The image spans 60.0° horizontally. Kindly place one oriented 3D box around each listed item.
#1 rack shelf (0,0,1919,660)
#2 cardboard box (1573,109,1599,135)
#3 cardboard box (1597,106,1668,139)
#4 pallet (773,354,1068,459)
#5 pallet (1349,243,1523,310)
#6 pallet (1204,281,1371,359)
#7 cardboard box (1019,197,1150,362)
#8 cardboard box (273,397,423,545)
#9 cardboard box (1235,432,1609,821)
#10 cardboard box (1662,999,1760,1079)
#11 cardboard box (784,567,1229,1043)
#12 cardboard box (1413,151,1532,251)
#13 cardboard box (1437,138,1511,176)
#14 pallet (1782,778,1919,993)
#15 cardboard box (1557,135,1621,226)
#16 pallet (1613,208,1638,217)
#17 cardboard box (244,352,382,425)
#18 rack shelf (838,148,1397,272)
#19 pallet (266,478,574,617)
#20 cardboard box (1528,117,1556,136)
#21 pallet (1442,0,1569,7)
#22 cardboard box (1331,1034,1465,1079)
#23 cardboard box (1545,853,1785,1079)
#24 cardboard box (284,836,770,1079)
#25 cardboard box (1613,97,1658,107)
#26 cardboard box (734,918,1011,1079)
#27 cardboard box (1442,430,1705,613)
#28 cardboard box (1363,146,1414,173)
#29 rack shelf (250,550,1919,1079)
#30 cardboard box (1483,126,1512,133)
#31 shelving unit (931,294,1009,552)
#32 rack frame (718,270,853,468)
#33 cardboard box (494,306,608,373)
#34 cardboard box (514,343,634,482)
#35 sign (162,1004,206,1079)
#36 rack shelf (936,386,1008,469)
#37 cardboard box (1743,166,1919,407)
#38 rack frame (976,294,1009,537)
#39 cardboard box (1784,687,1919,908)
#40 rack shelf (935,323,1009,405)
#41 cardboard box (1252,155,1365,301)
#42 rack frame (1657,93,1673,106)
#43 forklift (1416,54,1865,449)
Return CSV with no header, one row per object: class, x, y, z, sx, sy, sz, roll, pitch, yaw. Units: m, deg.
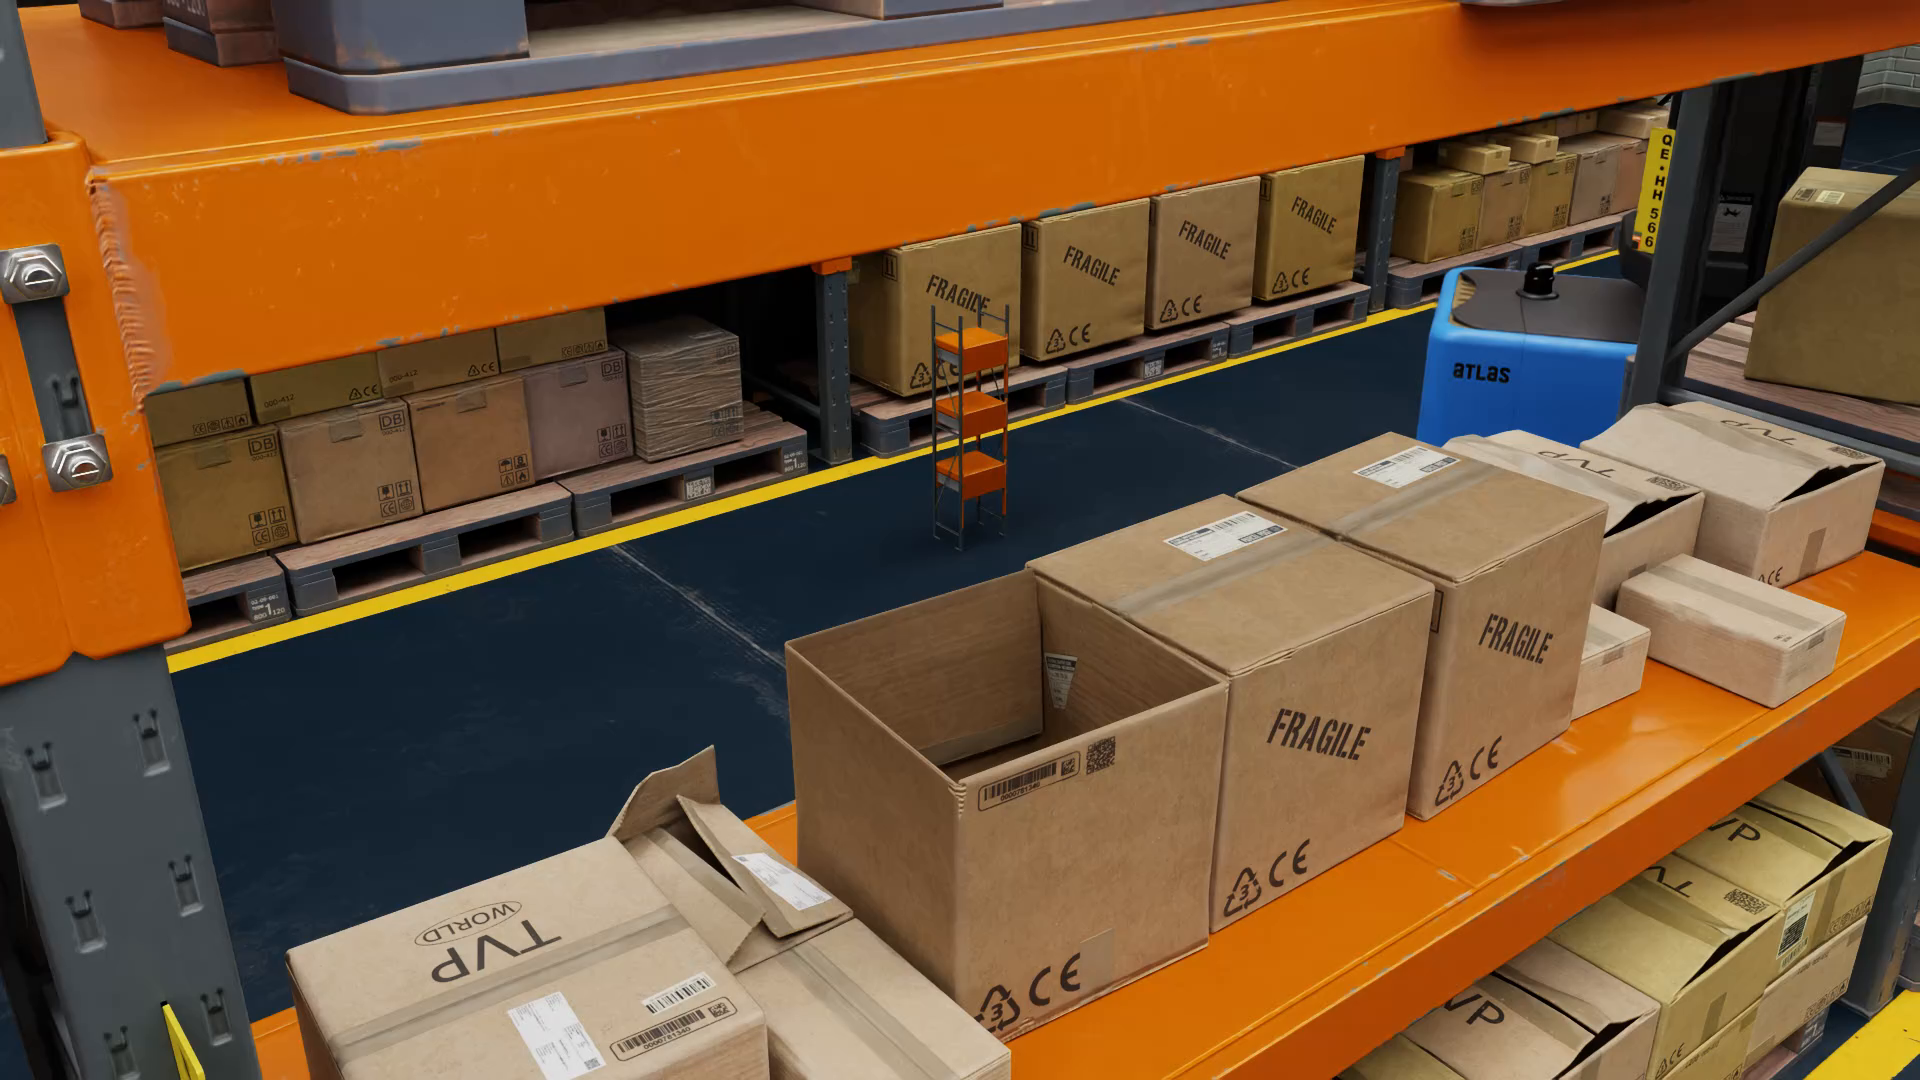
rack shelf,0.610,-0.765,2.627,4.000,0.370,1.077,-18,31,-34
cardboard box,4.310,-3.007,11.865,0.250,0.149,0.380,-18,30,-34
cardboard box,4.741,-2.944,11.731,0.250,0.149,0.380,-17,30,-33
pallet,-0.209,-0.806,8.735,1.213,0.211,1.003,-18,31,-34
pallet,2.918,-1.837,10.956,1.213,0.211,1.003,-18,31,-34
pallet,1.711,-1.440,10.101,1.213,0.211,1.003,-18,31,-34
cardboard box,0.477,-1.479,8.929,0.750,0.750,0.750,-18,31,-34
cardboard box,-2.653,-0.384,6.961,0.500,0.500,0.700,-18,30,-33
cardboard box,0.873,0.145,3.255,0.500,0.500,0.500,-20,32,-37
cardboard box,1.517,1.159,3.958,0.500,0.250,0.500,-19,31,-35
cardboard box,0.065,0.412,2.680,0.500,0.500,0.500,-16,29,-30
cardboard box,3.321,-2.276,11.062,0.500,0.500,0.700,-19,31,-35
cardboard box,3.306,-2.469,10.708,0.250,0.149,0.380,-17,30,-32
pallet,2.795,0.833,5.205,1.213,0.211,1.003,-18,31,-34
cardboard box,4.141,-2.550,11.651,0.500,0.500,0.700,-19,31,-36
pallet,4.839,-2.470,12.322,1.213,0.211,1.003,-18,31,-34
cardboard box,-2.703,-0.706,6.764,0.500,0.250,0.500,-19,31,-35
rack shelf,0.698,-2.084,9.032,4.000,0.370,1.077,-18,31,-34
pallet,-2.451,-0.108,7.232,1.213,0.211,1.003,-18,31,-34
cardboard box,3.909,-2.874,11.578,0.250,0.149,0.380,-18,30,-34
pallet,0.827,-1.028,2.564,1.213,0.211,1.003,-17,30,-32
cardboard box,0.724,1.166,3.275,0.500,0.311,0.500,-17,30,-33
cardboard box,1.519,0.907,3.835,0.500,0.311,0.500,-19,31,-35
cardboard box,-0.603,0.714,2.326,0.500,0.250,0.500,-16,29,-31
cardboard box,4.905,-3.203,12.289,0.250,0.149,0.380,-18,30,-34
cardboard box,-0.140,0.740,2.391,0.250,0.149,0.380,-18,31,-34
cardboard box,1.360,-0.042,3.883,0.500,0.311,0.500,-19,31,-35
cardboard box,2.687,-2.469,10.707,0.250,0.149,0.380,-18,31,-34
rack shelf,0.610,0.595,3.259,4.000,0.370,1.077,-18,31,-34
cardboard box,3.507,-2.741,11.292,0.250,0.149,0.380,-18,30,-34
shelving unit,0.042,-0.490,7.059,0.252,1.050,0.215,-18,31,-34
rack frame,-0.876,-1.891,7.761,0.127,3.000,1.000,-18,31,-34
cardboard box,-1.898,-0.965,7.322,0.500,0.250,0.500,-18,30,-33
cardboard box,-1.887,-0.657,7.549,0.500,0.500,0.700,-18,31,-34
sign,-0.620,0.543,1.394,0.005,0.325,0.100,-18,31,-34
rack shelf,0.042,-0.481,7.063,0.240,0.259,0.215,-18,31,-34
cardboard box,2.610,-0.687,4.550,0.700,0.500,0.500,15,29,29
rack frame,0.138,-0.522,7.127,0.008,1.050,0.200,-18,31,-34
cardboard box,2.718,0.660,4.711,0.500,0.500,0.500,-17,30,-32
rack shelf,0.042,-0.738,6.944,0.240,0.259,0.215,-18,31,-34
cardboard box,1.841,-1.933,9.907,0.750,0.750,0.750,-18,30,-33
rack frame,5.419,-3.969,12.238,0.127,3.000,1.000,-18,31,-34
forklift,3.410,-1.177,6.305,3.031,2.935,1.130,8,26,17
